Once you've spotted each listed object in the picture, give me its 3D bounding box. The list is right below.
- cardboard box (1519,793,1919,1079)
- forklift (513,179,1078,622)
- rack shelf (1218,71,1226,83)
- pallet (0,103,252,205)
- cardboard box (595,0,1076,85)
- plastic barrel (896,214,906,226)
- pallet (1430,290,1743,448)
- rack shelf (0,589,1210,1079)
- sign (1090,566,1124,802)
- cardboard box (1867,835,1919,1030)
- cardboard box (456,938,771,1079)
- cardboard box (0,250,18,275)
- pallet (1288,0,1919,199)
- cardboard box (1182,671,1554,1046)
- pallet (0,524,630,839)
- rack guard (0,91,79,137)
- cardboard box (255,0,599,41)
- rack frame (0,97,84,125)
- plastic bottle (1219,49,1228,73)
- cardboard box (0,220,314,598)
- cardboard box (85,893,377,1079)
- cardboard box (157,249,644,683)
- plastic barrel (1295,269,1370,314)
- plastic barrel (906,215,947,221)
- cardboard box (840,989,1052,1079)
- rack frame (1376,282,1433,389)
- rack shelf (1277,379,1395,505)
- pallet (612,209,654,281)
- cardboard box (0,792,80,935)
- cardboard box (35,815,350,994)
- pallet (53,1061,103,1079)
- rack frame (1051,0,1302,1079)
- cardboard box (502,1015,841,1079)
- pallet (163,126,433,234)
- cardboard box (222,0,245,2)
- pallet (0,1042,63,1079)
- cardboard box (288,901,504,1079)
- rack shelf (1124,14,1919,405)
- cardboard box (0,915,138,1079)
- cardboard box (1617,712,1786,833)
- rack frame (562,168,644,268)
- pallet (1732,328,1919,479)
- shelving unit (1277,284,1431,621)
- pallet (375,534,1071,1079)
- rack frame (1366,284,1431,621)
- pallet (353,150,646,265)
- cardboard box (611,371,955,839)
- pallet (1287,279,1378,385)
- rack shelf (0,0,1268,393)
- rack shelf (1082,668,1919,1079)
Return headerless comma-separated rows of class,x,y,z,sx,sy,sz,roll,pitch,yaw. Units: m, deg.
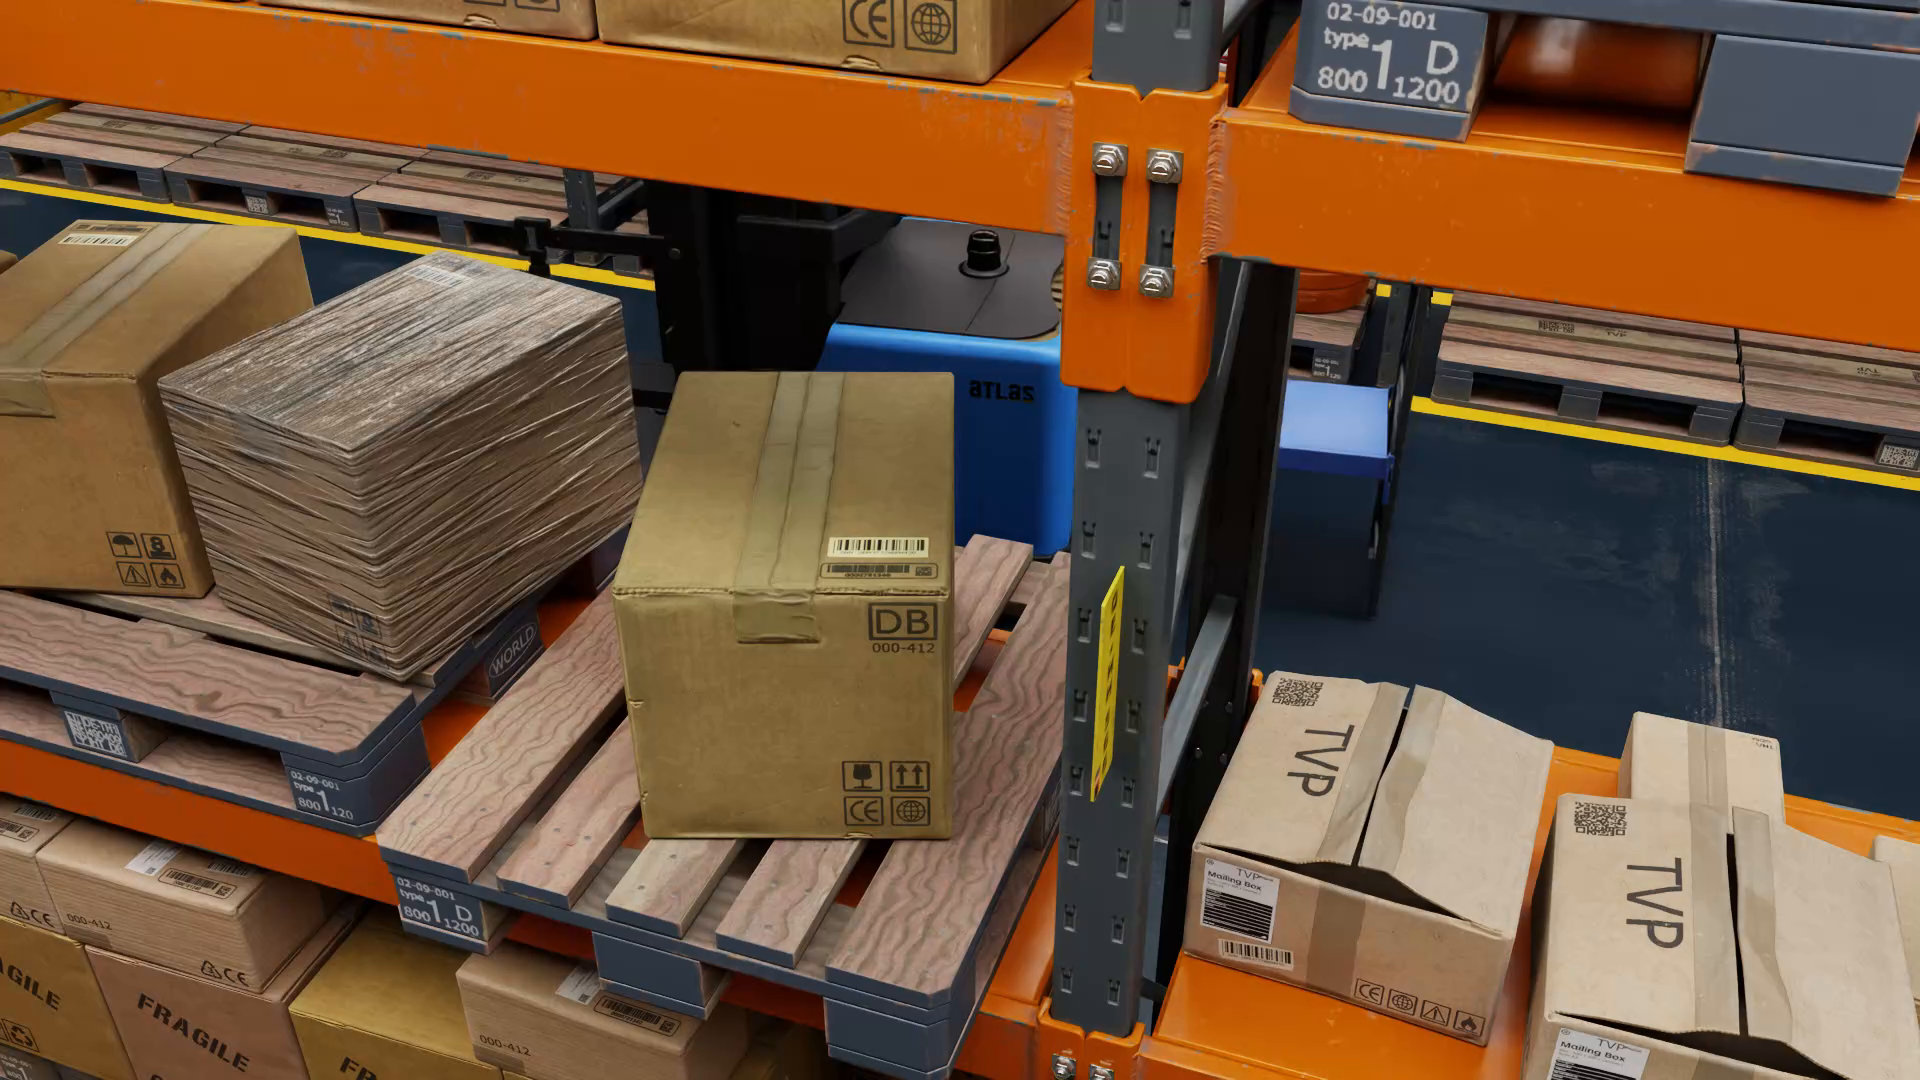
cardboard box,1.146,0.667,2.534,0.500,0.311,0.500,11,34,16
forklift,-1.009,-1.352,5.642,3.031,2.935,1.130,7,33,10
rack shelf,0.161,-2.226,7.595,4.000,0.370,1.077,11,34,16
pallet,-4.724,-2.284,9.592,1.213,0.211,1.003,11,34,16
cardboard box,-0.053,-0.998,2.173,0.500,0.500,0.910,11,34,16
plastic barrel,-0.549,-1.951,8.054,0.708,0.901,0.600,11,34,16
pallet,2.760,-0.829,7.339,1.213,0.211,1.003,11,34,16
rack shelf,-1.514,0.303,3.679,4.000,0.370,1.077,11,34,16
sign,0.195,0.192,2.192,0.005,0.325,0.100,11,34,16
cardboard box,1.588,0.677,2.668,0.250,0.149,0.380,14,35,20
cardboard box,-0.645,0.858,3.364,0.500,0.250,0.500,12,35,18
cardboard box,-2.357,-0.289,3.453,0.500,0.500,0.700,17,36,24
pallet,1.038,-0.736,2.033,1.003,0.211,1.213,13,35,19
cardboard box,0.697,0.493,2.803,0.500,0.311,0.500,13,35,19
pallet,-1.463,0.094,3.516,1.213,0.211,1.003,11,34,16
rack guard,-5.514,-2.573,9.775,0.348,0.500,1.175,11,34,16
cardboard box,-0.533,-1.091,2.317,0.500,0.500,0.910,11,34,16
rack frame,-5.487,-3.626,9.100,0.127,3.000,1.000,11,34,16
plastic bottle,1.107,-2.025,6.804,0.097,0.201,0.097,0,33,0
cardboard box,-1.713,-0.292,3.457,0.500,0.500,0.700,3,33,4
cardboard box,-1.574,0.993,3.845,0.500,0.500,0.500,10,34,15
cardboard box,-1.058,-0.174,3.275,0.500,0.500,0.700,18,37,25
plastic barrel,1.577,-1.507,7.433,0.708,0.830,0.600,11,34,16
plastic barrel,-0.048,-1.638,7.928,0.421,0.512,0.421,0,33,0
cardboard box,0.037,1.003,3.830,0.500,0.500,0.500,12,35,18
rack frame,2.044,-2.162,6.833,0.127,3.000,1.000,11,34,16
rack shelf,0.994,-0.389,5.801,1.000,0.185,0.538,7,33,10
pallet,-1.010,-1.560,8.471,1.213,0.211,1.003,11,34,16
cardboard box,-2.082,0.581,3.792,0.500,0.250,0.500,11,34,17
cardboard box,-1.610,0.673,3.651,0.500,0.250,0.500,10,34,16
pallet,-1.466,1.158,4.262,1.213,0.211,1.003,11,34,16
rack frame,0.368,0.368,2.914,0.053,2.616,0.949,11,34,16
cardboard box,-0.591,1.181,3.555,0.500,0.500,0.500,12,35,18
pallet,-3.580,-2.059,9.245,1.213,0.211,1.003,11,34,16
cardboard box,-1.023,-1.187,2.465,0.500,0.500,0.910,11,34,16
pallet,-2.618,0.936,4.606,1.213,0.211,1.003,11,34,16
cardboard box,-1.078,1.086,3.702,0.500,0.500,0.500,10,34,15
rack shelf,2.252,-0.225,1.731,4.000,0.370,1.077,11,34,16
cardboard box,-2.050,0.900,3.989,0.500,0.500,0.500,11,35,17
cardboard box,1.309,0.496,2.948,0.250,0.149,0.380,11,34,16
rack frame,-1.722,-2.894,7.967,0.127,3.000,1.000,11,34,16
pallet,3.904,-0.605,6.992,1.213,0.211,1.003,11,34,16
shelving unit,0.994,-0.540,5.703,1.048,1.500,0.538,7,33,10
pallet,-0.293,0.359,3.105,1.003,0.211,1.213,11,34,16
rack frame,1.490,-0.480,5.611,0.032,1.500,0.500,7,33,10
pallet,-2.427,-1.837,8.901,1.213,0.211,1.003,11,34,16
cardboard box,-0.262,0.091,2.865,0.500,0.500,0.700,0,33,0
pallet,1.287,-1.113,7.780,1.213,0.211,1.003,11,34,16
rack shelf,-1.514,-0.957,2.865,4.000,0.370,1.077,11,34,16
rack shelf,2.252,1.035,2.545,4.000,0.370,1.077,11,34,16
